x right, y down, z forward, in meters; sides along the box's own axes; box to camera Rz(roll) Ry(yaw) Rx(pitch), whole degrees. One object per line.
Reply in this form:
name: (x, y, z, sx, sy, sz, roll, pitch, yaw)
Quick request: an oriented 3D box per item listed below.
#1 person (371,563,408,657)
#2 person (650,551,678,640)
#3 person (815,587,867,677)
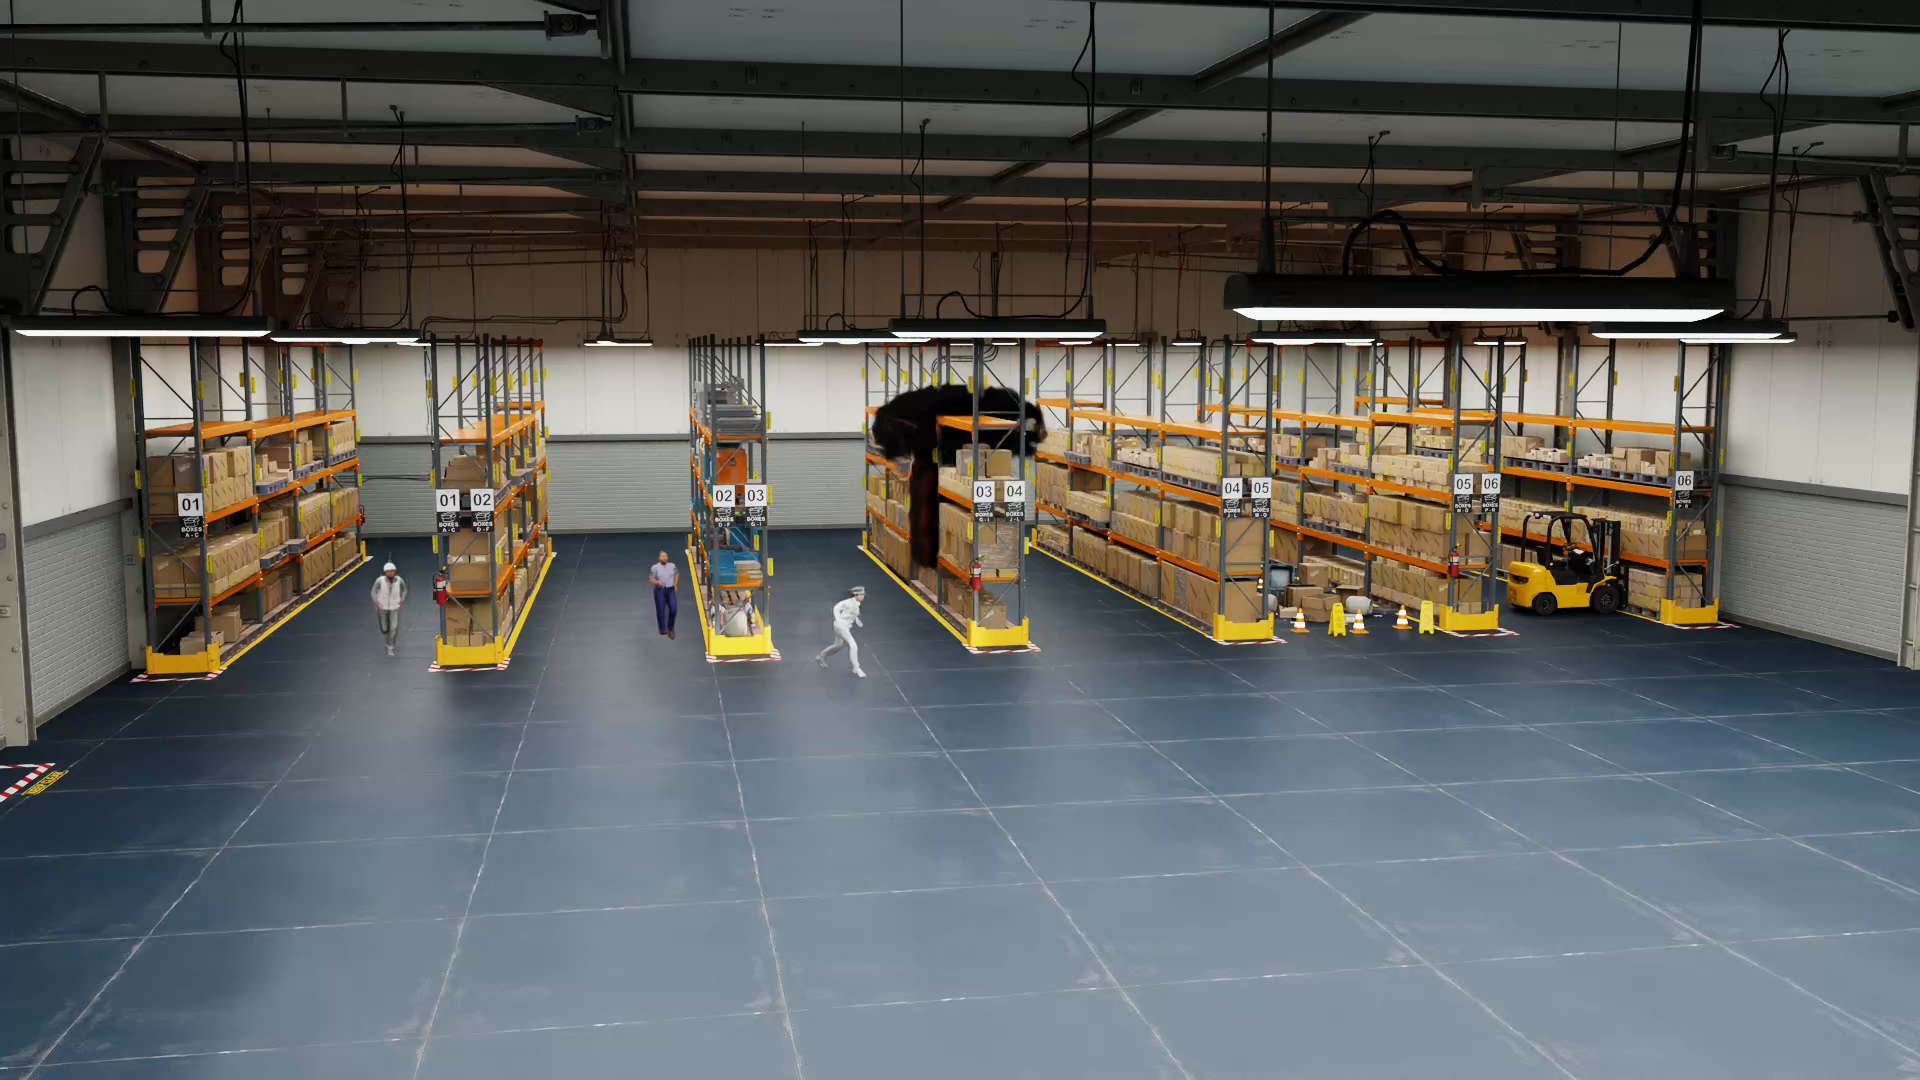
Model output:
person: (-10.782, 1.286, 31.449, 0.663, 1.764, 0.912, -2, 7, -19)
person: (-5.573, 1.052, 31.488, 0.580, 1.710, 0.645, -2, 7, -20)
person: (-2.119, 1.609, 29.269, 0.980, 1.627, 0.655, 3, 7, 22)
